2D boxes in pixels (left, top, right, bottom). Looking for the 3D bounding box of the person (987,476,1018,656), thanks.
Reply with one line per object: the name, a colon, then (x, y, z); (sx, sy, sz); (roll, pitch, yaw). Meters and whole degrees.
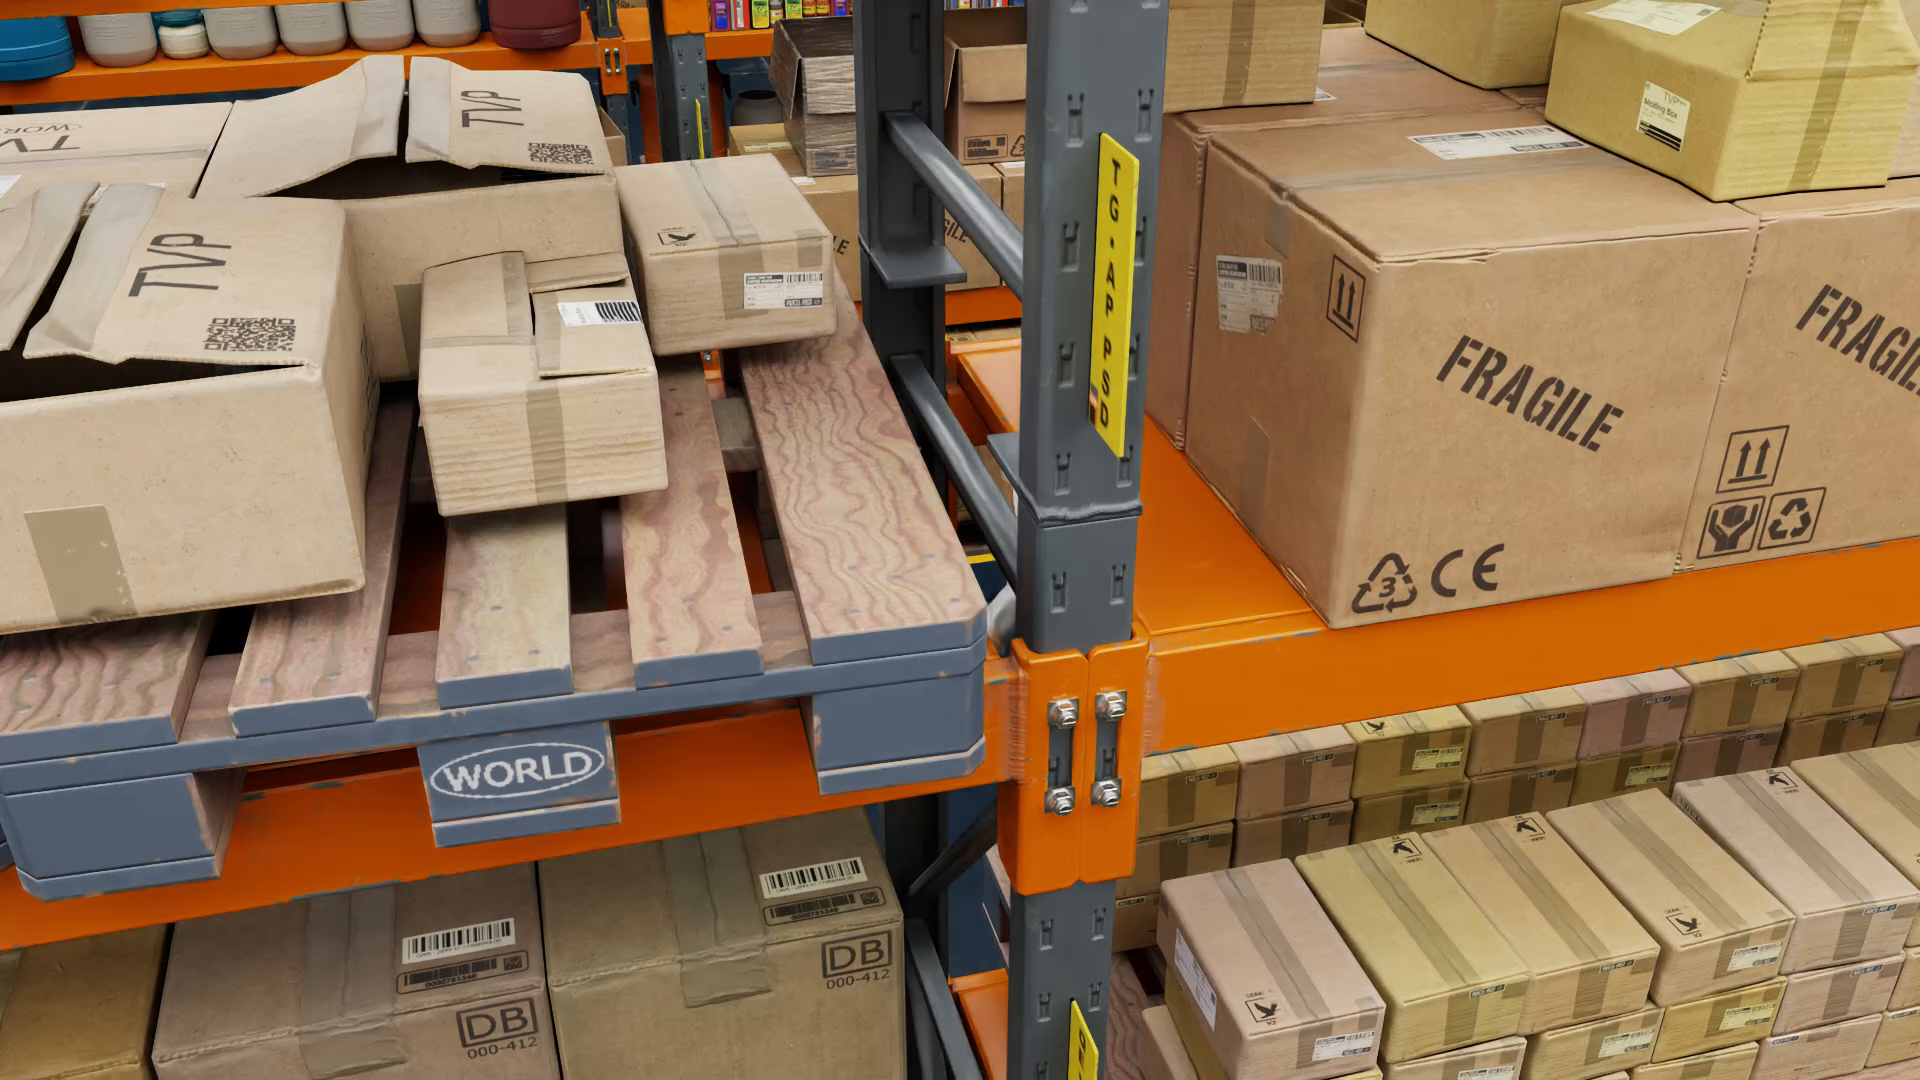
person: (0.302, -0.070, 6.358); (0.600, 1.673, 0.656); (-15, 33, -24)
